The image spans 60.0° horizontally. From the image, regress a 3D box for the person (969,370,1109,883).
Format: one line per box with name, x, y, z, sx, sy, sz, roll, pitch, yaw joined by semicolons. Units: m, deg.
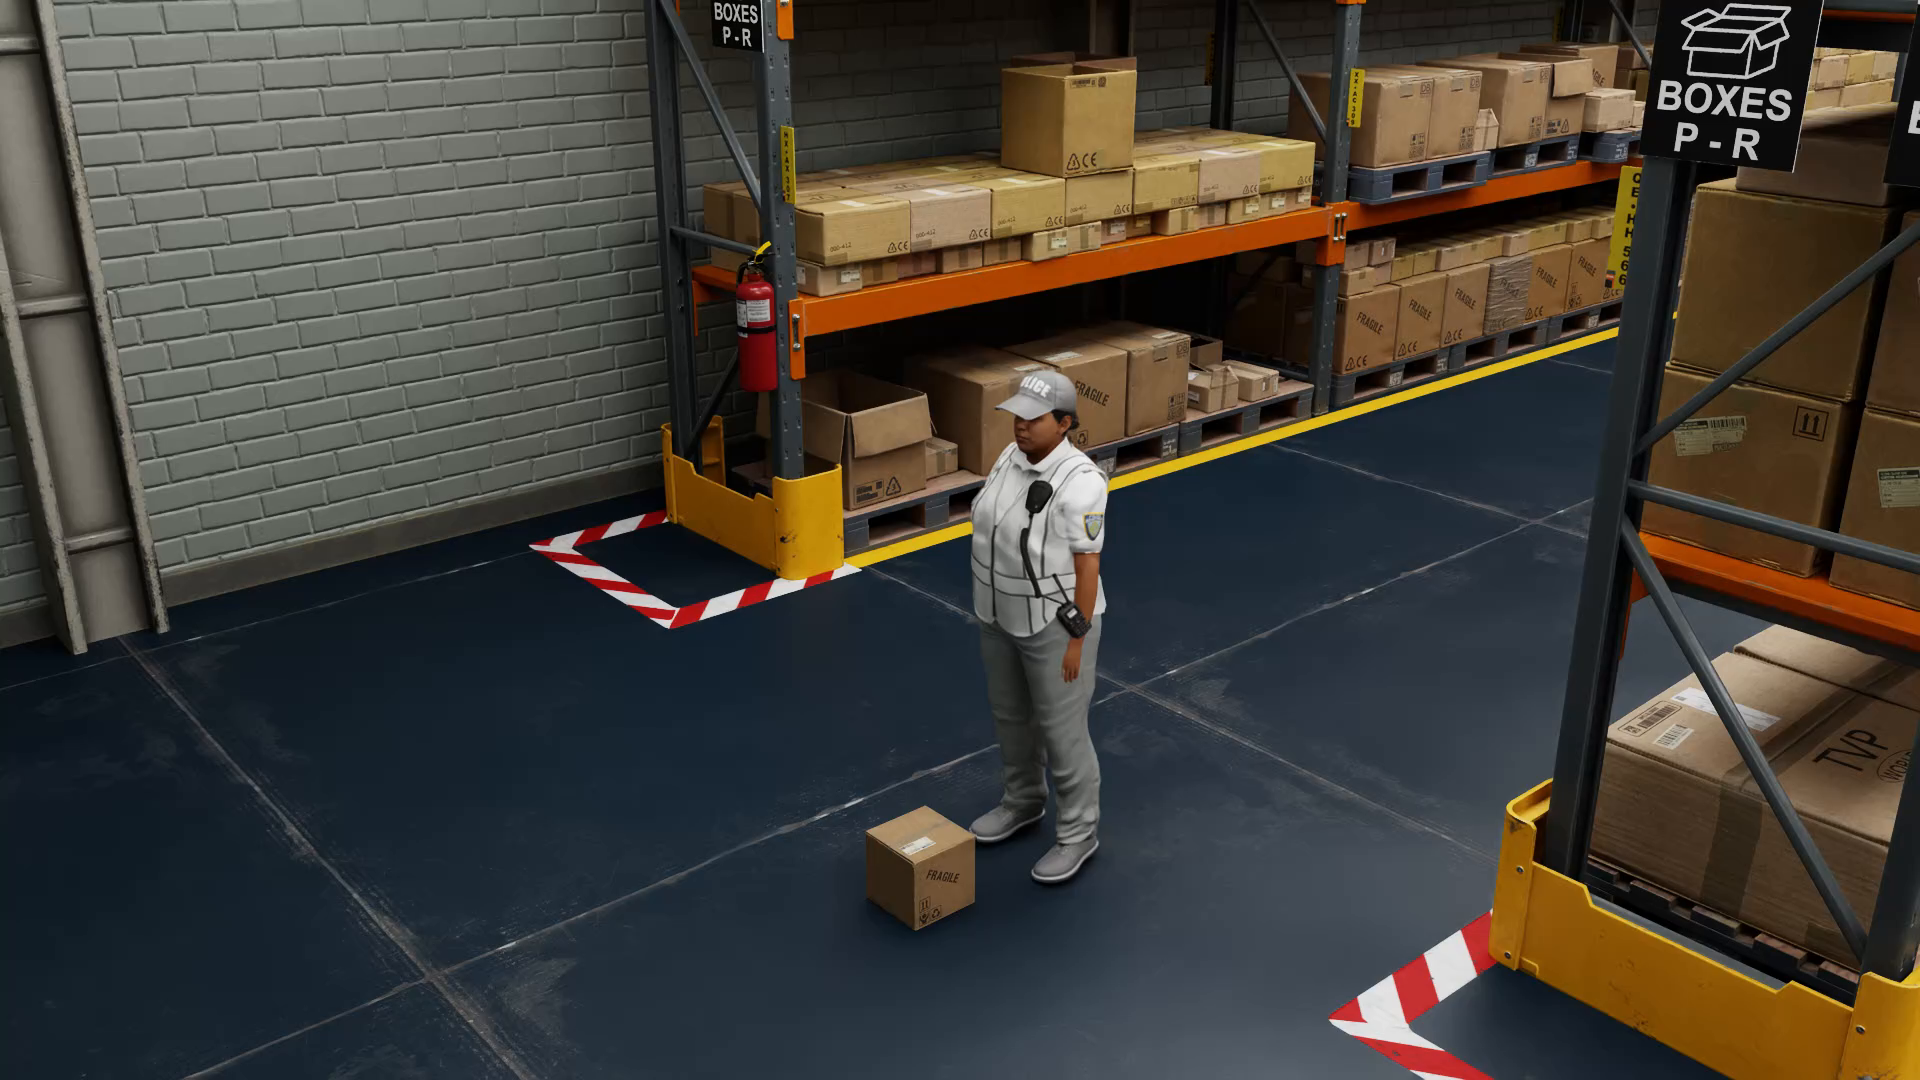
person;0.246;0.268;5.350;0.385;1.670;0.468;-16;26;-36
